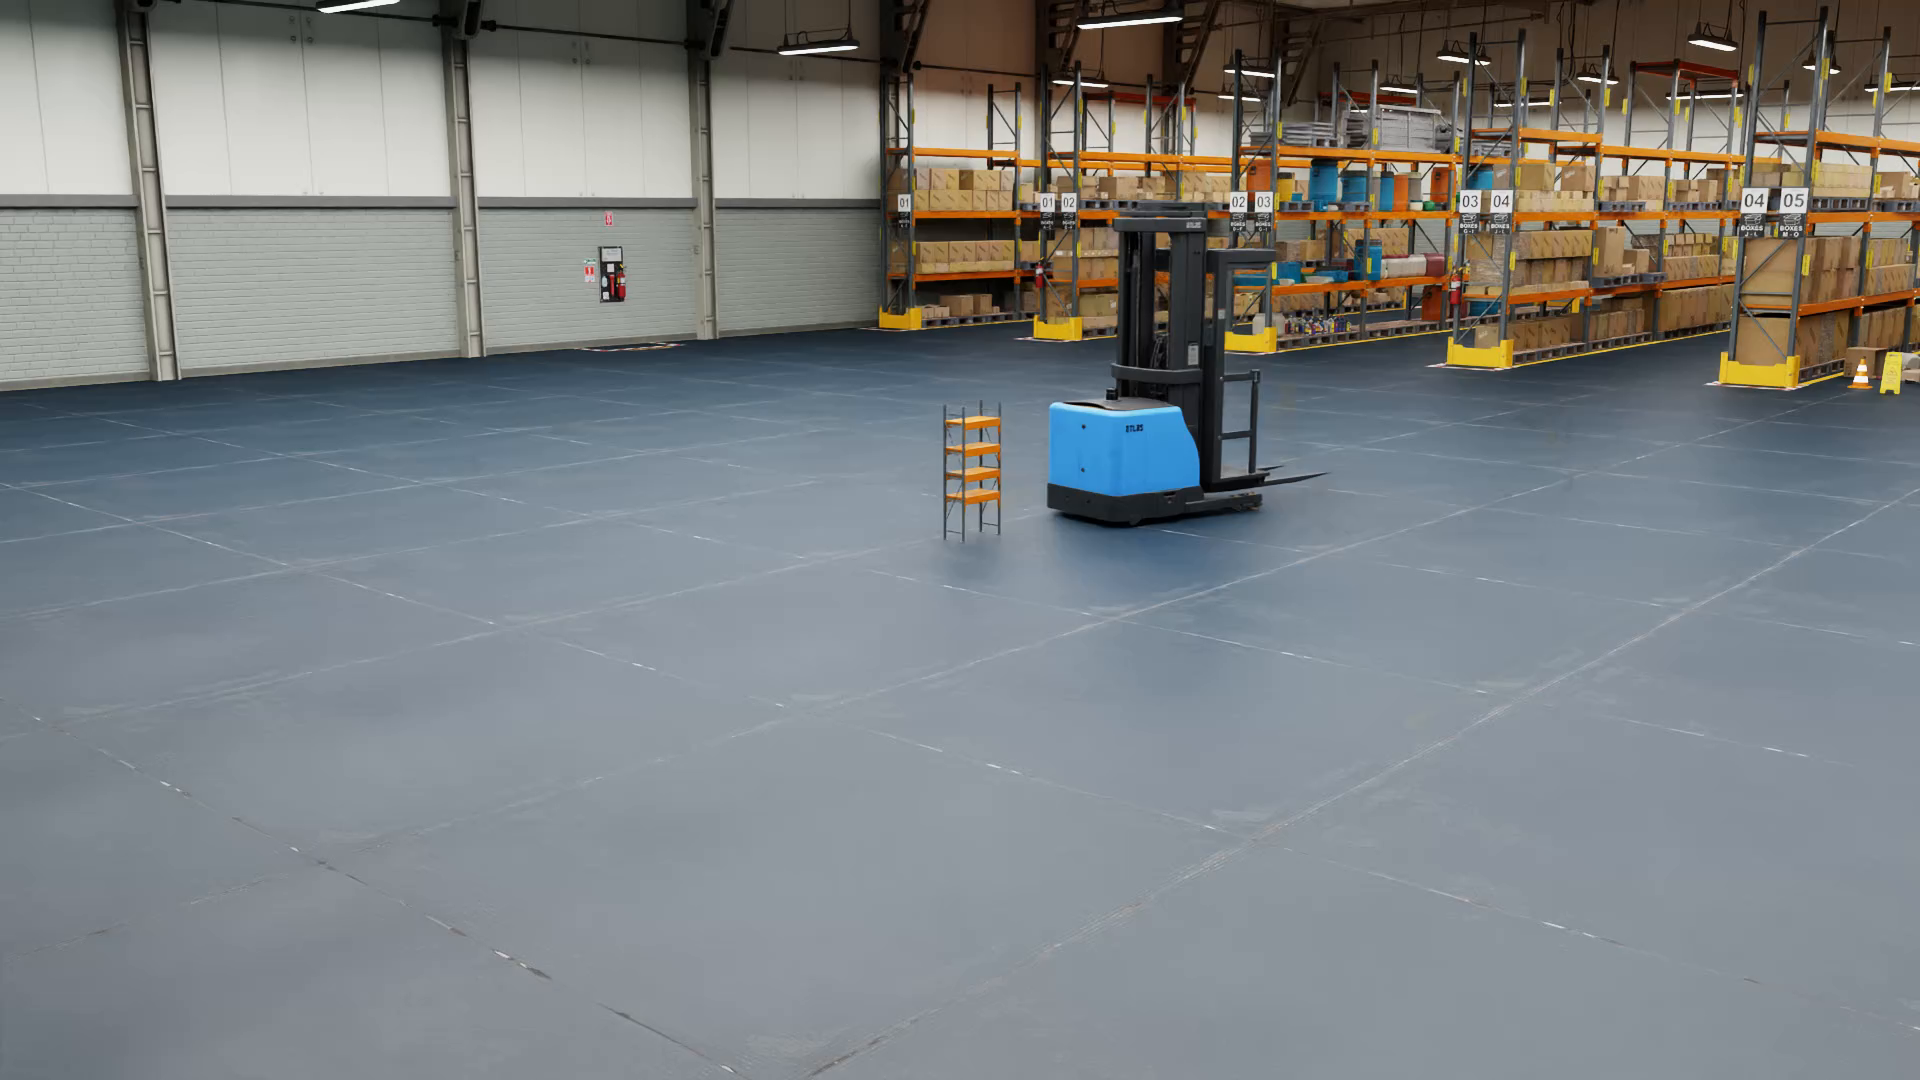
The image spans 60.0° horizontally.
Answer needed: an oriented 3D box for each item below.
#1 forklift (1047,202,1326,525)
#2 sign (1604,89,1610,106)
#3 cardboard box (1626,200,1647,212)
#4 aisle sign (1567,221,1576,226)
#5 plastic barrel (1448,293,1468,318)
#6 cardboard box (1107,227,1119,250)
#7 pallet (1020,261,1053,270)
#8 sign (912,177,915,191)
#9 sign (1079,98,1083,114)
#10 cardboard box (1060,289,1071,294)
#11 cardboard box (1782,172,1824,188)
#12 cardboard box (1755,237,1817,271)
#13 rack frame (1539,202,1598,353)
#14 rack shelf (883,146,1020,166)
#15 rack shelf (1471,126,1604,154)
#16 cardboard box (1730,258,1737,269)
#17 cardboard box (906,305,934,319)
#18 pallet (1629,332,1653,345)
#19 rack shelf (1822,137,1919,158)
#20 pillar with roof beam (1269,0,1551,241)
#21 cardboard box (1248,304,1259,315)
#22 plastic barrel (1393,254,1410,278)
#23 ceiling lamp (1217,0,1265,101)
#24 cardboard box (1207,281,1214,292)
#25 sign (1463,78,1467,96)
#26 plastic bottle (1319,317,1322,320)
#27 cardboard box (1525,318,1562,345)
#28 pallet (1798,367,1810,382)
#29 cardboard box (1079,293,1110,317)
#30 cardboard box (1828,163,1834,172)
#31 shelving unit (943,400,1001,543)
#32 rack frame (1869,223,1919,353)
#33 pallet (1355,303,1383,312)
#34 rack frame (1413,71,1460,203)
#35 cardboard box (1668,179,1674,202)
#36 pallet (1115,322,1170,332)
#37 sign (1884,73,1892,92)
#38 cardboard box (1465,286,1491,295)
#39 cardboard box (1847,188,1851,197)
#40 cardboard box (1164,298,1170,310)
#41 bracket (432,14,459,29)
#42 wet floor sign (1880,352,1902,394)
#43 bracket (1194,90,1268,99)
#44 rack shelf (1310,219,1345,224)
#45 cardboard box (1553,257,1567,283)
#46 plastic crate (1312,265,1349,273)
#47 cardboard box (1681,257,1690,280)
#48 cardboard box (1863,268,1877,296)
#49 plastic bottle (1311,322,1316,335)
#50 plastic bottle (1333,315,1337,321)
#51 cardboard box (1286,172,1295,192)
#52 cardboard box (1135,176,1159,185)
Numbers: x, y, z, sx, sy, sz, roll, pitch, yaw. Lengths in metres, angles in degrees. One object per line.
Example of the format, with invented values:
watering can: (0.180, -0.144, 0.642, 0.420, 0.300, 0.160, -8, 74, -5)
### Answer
forklift: (2.324, -1.779, 16.134, 3.031, 2.935, 1.130, -8, 14, -35)
sign: (12.686, -8.681, 32.613, 0.100, 0.325, 0.005, 10, 15, 40)
cardboard box: (14.150, -7.051, 35.081, 0.500, 0.250, 0.500, 10, 15, 42)
aisle sign: (16.758, -8.969, 45.319, 0.394, 0.787, 0.004, 10, 15, 40)
plastic barrel: (12.266, -5.808, 41.215, 0.600, 0.588, 0.708, 10, 15, 40)
cardboard box: (3.239, -6.920, 38.134, 0.700, 0.500, 0.500, 10, 15, 41)
pallet: (1.742, -7.236, 43.771, 1.003, 0.211, 1.213, 10, 15, 40)
sign: (-1.105, -8.477, 39.607, 0.100, 0.325, 0.005, 10, 15, 40)
sign: (2.624, -9.413, 36.075, 0.100, 0.325, 0.005, 10, 15, 40)
cardboard box: (2.598, -6.565, 45.179, 0.700, 0.500, 0.500, 10, 15, 40)
cardboard box: (13.820, -5.907, 27.263, 0.500, 0.250, 0.500, 10, 15, 40)
cardboard box: (13.877, -4.816, 28.025, 0.875, 0.550, 0.550, 10, 15, 40)
rack frame: (12.290, -5.315, 33.664, 1.000, 3.000, 0.127, 10, 15, 40)
rack shelf: (-0.192, -9.530, 41.294, 1.077, 0.370, 4.000, 10, 15, 40)
rack shelf: (10.970, -7.608, 31.674, 1.077, 0.370, 4.000, 10, 15, 40)
cardboard box: (18.410, -6.672, 40.083, 0.500, 0.250, 0.500, 10, 15, 40)
cardboard box: (-0.988, -5.635, 41.009, 0.500, 0.311, 0.500, 8, 14, 34)
pallet: (14.414, -4.421, 36.309, 1.003, 0.211, 1.213, 10, 15, 40)
rack shelf: (17.269, -7.346, 31.375, 1.077, 0.370, 4.000, 10, 15, 40)
pillar with roof beam: (13.415, -11.896, 51.298, 9.100, 9.000, 0.548, 10, 15, 40)
cardboard box: (7.328, -5.934, 42.709, 0.500, 0.250, 0.500, 10, 15, 42)
plastic barrel: (10.136, -6.306, 38.279, 0.433, 0.535, 0.433, 0, 11, 0)
ceiling lamp: (7.965, -13.732, 45.586, 0.800, 3.185, 2.000, 10, 15, 40)
cardboard box: (7.313, -7.564, 50.233, 0.700, 0.500, 0.500, 10, 15, 40)
sign: (9.246, -8.279, 30.398, 0.100, 0.325, 0.005, 10, 15, 40)
plastic bottle: (8.030, -4.843, 37.144, 0.097, 0.271, 0.097, 0, 11, 0)
cardboard box: (11.624, -4.156, 33.173, 0.500, 0.500, 0.500, -7, 13, -30)
pallet: (13.778, -2.831, 28.346, 1.003, 0.211, 1.213, 10, 15, 40)
cardboard box: (3.061, -5.357, 37.909, 0.500, 0.500, 0.500, 10, 15, 40)
cardboard box: (14.270, -6.184, 27.633, 0.380, 0.149, 0.250, 10, 15, 41)
shelving unit: (0.109, -0.613, 14.716, 0.258, 1.200, 0.503, 10, 15, 40)
rack frame: (18.590, -5.248, 33.326, 1.000, 3.000, 0.127, 10, 15, 40)
pallet: (11.391, -6.687, 47.654, 1.003, 0.211, 1.213, 10, 15, 40)
rack frame: (11.210, -9.486, 39.230, 1.000, 3.000, 0.127, 10, 15, 40)
cardboard box: (15.279, -7.730, 36.762, 0.797, 0.503, 0.637, 11, 16, 44)
pallet: (4.295, -5.118, 39.794, 1.003, 0.211, 1.213, 10, 15, 40)
sign: (16.350, -8.061, 29.307, 0.100, 0.325, 0.005, 10, 15, 40)
cardboard box: (9.683, -4.672, 31.086, 0.380, 0.149, 0.250, 10, 15, 40)
cardboard box: (15.109, -5.979, 28.644, 0.380, 0.149, 0.250, 10, 15, 40)
cardboard box: (5.311, -5.758, 40.396, 0.500, 0.311, 0.500, 10, 15, 41)
bracket: (-9.629, -9.697, 31.098, 0.235, 0.232, 0.430, 10, 15, 40)
wet floor sign: (14.777, -2.656, 26.360, 0.267, 0.644, 0.232, 7, 13, 31)
bracket: (8.462, -13.730, 51.286, 0.076, 0.066, 4.783, 10, 15, 40)
rack shelf: (8.812, -8.597, 44.276, 1.077, 0.370, 4.000, 10, 15, 40)
cardboard box: (11.336, -5.296, 32.555, 0.875, 0.500, 0.500, 10, 15, 40)
plastic crate: (8.128, -5.865, 36.573, 0.767, 0.338, 0.504, 10, 15, 40)
cardboard box: (16.130, -6.141, 37.544, 0.500, 0.500, 0.500, 9, 15, 39)
cardboard box: (16.498, -4.751, 30.583, 0.500, 0.500, 0.500, 10, 15, 41)
plastic bottle: (7.523, -4.508, 35.436, 0.061, 0.283, 0.133, 10, 15, 41)
plastic bottle: (8.253, -4.759, 36.519, 0.144, 0.351, 0.185, 10, 15, 40)
cardboard box: (8.458, -9.409, 43.693, 0.500, 0.500, 0.500, 10, 15, 40)
cardboard box: (5.376, -10.321, 47.777, 0.500, 0.250, 0.500, 9, 15, 39)
